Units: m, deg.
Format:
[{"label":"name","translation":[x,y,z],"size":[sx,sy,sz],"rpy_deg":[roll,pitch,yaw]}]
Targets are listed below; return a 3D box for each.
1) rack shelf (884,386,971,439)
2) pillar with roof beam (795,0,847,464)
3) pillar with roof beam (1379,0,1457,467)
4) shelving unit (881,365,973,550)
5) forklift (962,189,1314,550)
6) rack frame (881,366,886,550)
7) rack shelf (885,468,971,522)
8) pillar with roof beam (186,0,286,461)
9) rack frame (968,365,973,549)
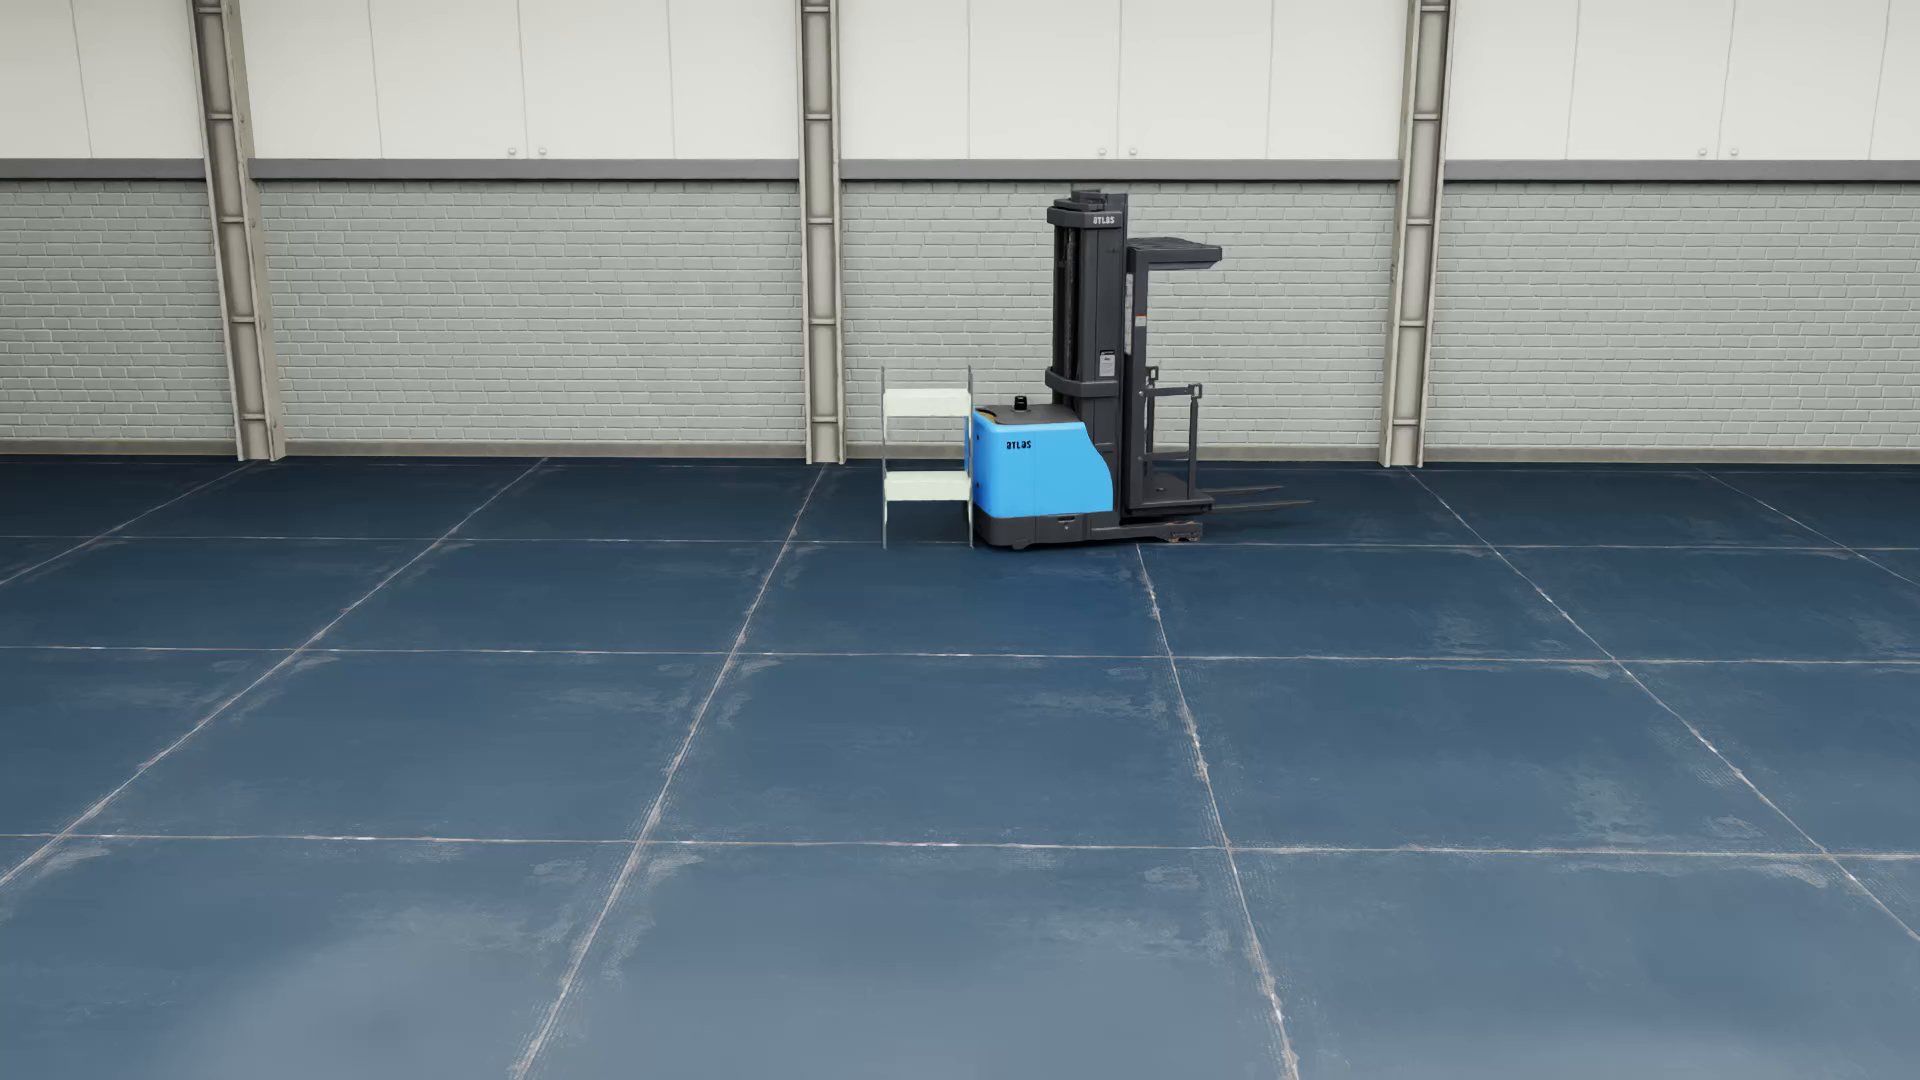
[{"label":"rack shelf","translation":[-0.277,-1.076,13.949],"size":[0.720,0.370,0.431],"rpy_deg":[-1,15,-2]},{"label":"pillar with roof beam","translation":[-1.514,-4.087,12.192],"size":[0.400,9.000,9.100],"rpy_deg":[0,15,1]},{"label":"pillar with roof beam","translation":[4.484,-4.048,12.043],"size":[0.400,9.000,9.100],"rpy_deg":[0,15,1]},{"label":"shelving unit","translation":[-0.277,-0.699,14.048],"size":[0.755,1.500,0.431],"rpy_deg":[-1,15,-2]},{"label":"forklift","translation":[1.596,-1.521,14.361],"size":[3.031,2.935,1.130],"rpy_deg":[-4,15,-14]},{"label":"rack frame","translation":[-0.643,-0.695,14.035],"size":[0.023,1.500,0.400],"rpy_deg":[-1,15,-2]},{"label":"rack shelf","translation":[-0.277,-0.383,14.131],"size":[0.720,0.370,0.431],"rpy_deg":[-1,15,-2]},{"label":"pillar with roof beam","translation":[-7.512,-4.126,12.340],"size":[0.400,9.000,9.100],"rpy_deg":[0,15,1]},{"label":"rack frame","translation":[0.089,-0.702,14.061],"size":[0.023,1.500,0.400],"rpy_deg":[-1,15,-2]}]
